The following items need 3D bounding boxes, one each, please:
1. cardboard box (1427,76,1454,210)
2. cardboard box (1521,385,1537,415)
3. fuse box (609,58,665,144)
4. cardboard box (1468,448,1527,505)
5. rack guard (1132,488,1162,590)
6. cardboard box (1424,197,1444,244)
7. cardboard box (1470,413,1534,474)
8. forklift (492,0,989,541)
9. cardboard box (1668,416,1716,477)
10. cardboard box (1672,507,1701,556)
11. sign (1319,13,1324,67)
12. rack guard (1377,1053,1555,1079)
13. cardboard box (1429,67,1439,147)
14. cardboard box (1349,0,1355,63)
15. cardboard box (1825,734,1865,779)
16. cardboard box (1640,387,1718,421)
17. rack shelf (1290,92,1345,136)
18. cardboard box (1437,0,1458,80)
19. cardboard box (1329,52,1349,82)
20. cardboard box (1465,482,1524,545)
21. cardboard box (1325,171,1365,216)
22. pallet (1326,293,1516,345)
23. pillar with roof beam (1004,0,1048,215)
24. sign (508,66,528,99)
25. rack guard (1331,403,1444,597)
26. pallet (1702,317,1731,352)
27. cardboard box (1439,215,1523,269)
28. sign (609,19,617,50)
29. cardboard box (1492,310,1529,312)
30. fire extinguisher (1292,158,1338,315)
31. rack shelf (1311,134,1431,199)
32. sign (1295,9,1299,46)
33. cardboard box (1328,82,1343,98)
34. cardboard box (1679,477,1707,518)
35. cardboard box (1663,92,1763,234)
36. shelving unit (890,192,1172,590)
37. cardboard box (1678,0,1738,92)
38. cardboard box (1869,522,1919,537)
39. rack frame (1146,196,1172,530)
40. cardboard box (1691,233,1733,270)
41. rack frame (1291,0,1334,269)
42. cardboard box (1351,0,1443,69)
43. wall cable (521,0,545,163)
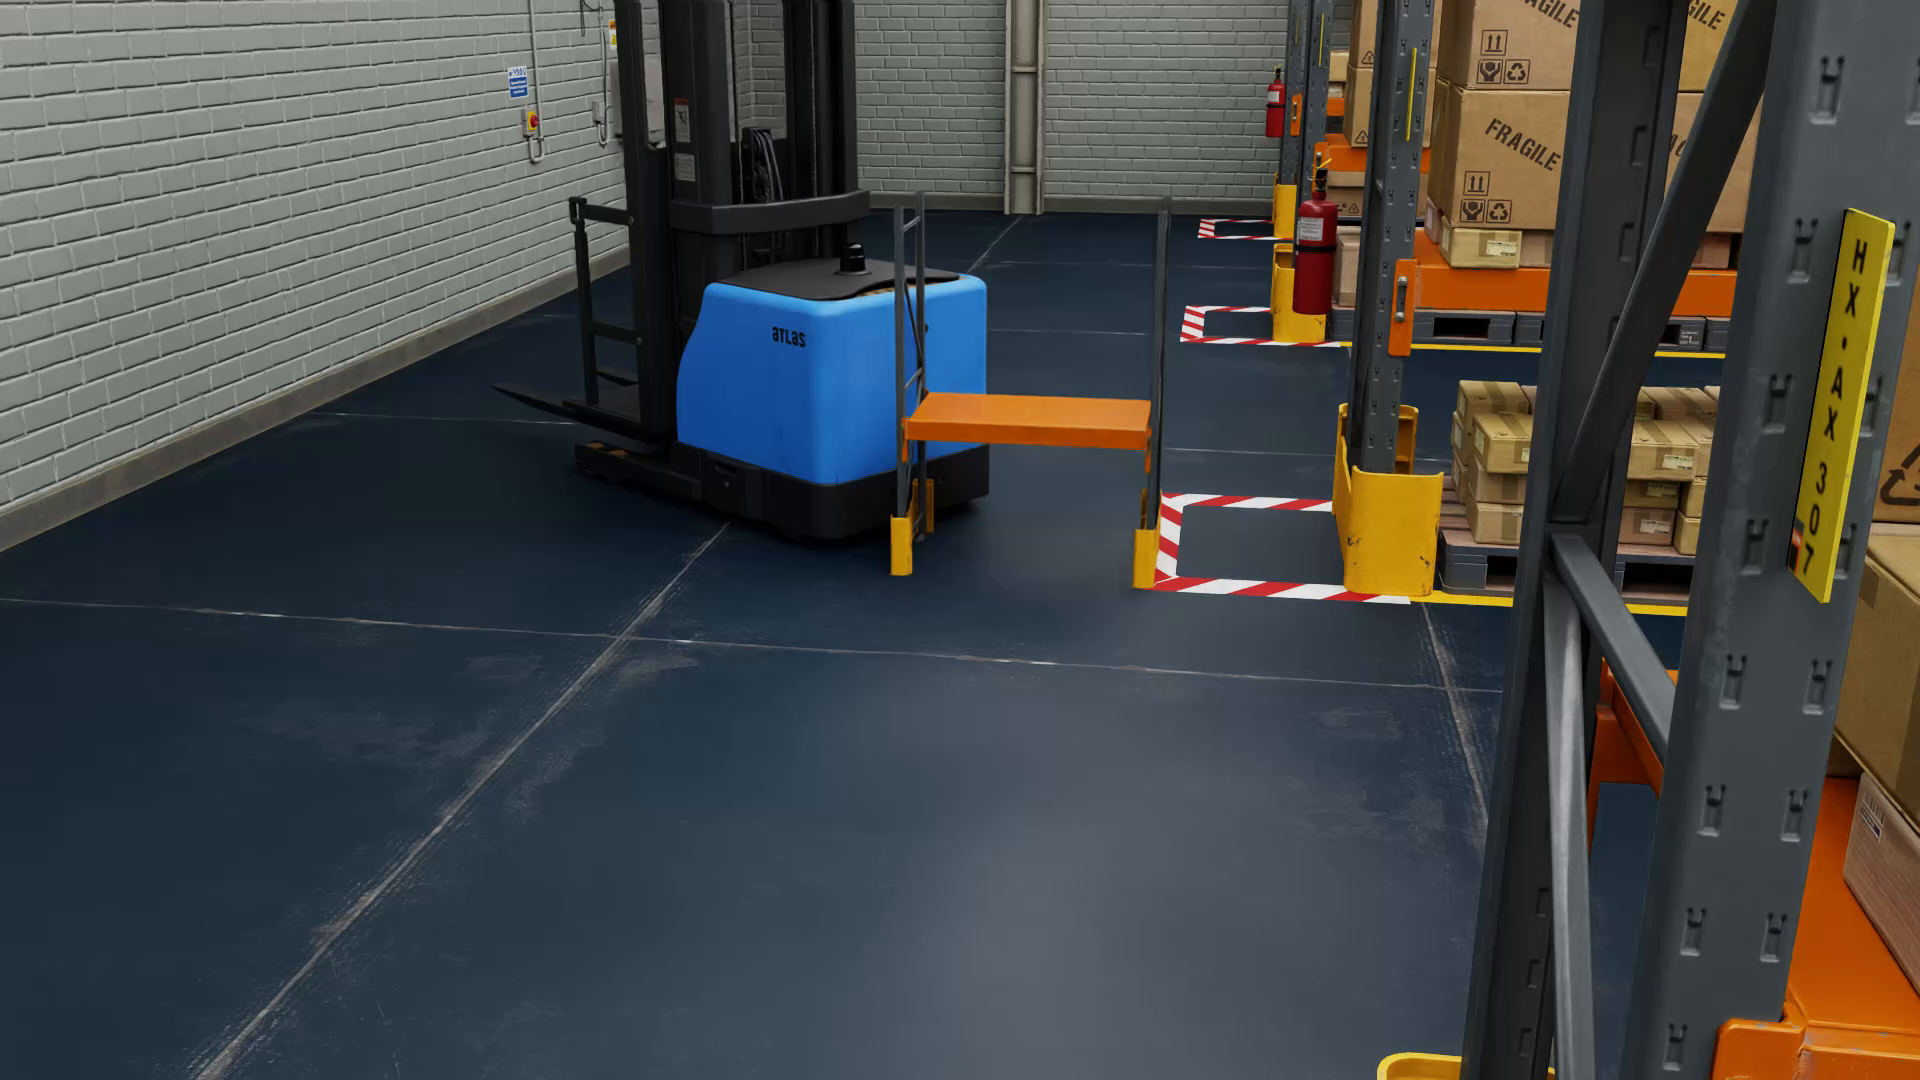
[{"bbox_3d":[2.218,-1.634,6.834,0.500,0.500,0.500,3,19,10],"label":"cardboard box"},{"bbox_3d":[2.535,-0.539,7.081,0.250,0.149,0.380,3,19,10],"label":"cardboard box"},{"bbox_3d":[-2.675,-3.260,14.350,0.414,1.711,0.539,3,19,9],"label":"fuse box"},{"bbox_3d":[2.210,-0.269,6.743,0.250,0.149,0.380,4,19,11],"label":"cardboard box"},{"bbox_3d":[0.782,-0.011,6.942,0.087,0.250,0.587,3,19,9],"label":"rack guard"},{"bbox_3d":[2.100,-1.341,6.980,0.250,0.149,0.380,3,19,9],"label":"cardboard box"},{"bbox_3d":[2.197,-0.385,6.618,0.250,0.149,0.380,2,19,6],"label":"cardboard box"},{"bbox_3d":[-1.265,-1.767,7.965,3.031,2.935,1.130,17,25,42],"label":"forklift"},{"bbox_3d":[2.975,-0.369,6.572,0.250,0.149,0.380,2,19,6],"label":"cardboard box"},{"bbox_3d":[2.953,-0.063,6.597,0.250,0.149,0.380,3,19,9],"label":"cardboard box"},{"bbox_3d":[2.325,-3.218,10.705,0.005,0.325,0.100,3,19,9],"label":"sign"},{"bbox_3d":[0.823,1.345,2.495,0.348,0.500,1.175,3,19,9],"label":"rack guard"},{"bbox_3d":[3.351,-2.860,10.967,0.500,0.500,0.500,3,19,8],"label":"cardboard box"},{"bbox_3d":[2.933,-3.516,11.350,0.500,0.500,0.500,4,19,10],"label":"cardboard box"},{"bbox_3d":[1.251,0.195,2.390,0.250,0.149,0.380,3,19,10],"label":"cardboard box"},{"bbox_3d":[3.057,-0.533,7.063,0.250,0.149,0.380,2,19,6],"label":"cardboard box"},{"bbox_3d":[5.177,-4.057,15.836,4.000,0.370,1.077,3,19,9],"label":"rack shelf"},{"bbox_3d":[2.225,-2.106,6.666,0.500,0.500,0.500,3,19,8],"label":"cardboard box"},{"bbox_3d":[3.608,-4.462,15.678,0.500,0.250,0.500,3,19,9],"label":"cardboard box"},{"bbox_3d":[2.200,-0.109,6.731,0.250,0.149,0.380,3,19,10],"label":"cardboard box"},{"bbox_3d":[3.791,-3.454,16.171,0.637,0.503,0.797,2,19,6],"label":"cardboard box"},{"bbox_3d":[3.221,-1.606,11.770,1.213,0.211,1.003,3,19,9],"label":"pallet"},{"bbox_3d":[0.000,-6.413,12.289,0.400,9.000,9.100,3,19,9],"label":"pillar with roof beam"},{"bbox_3d":[-3.220,-3.336,12.122,0.001,0.218,0.327,3,19,9],"label":"sign"},{"bbox_3d":[1.808,-0.199,7.109,0.348,0.500,1.175,3,19,9],"label":"rack guard"},{"bbox_3d":[5.630,-1.483,11.403,1.213,0.211,1.003,3,19,9],"label":"pallet"},{"bbox_3d":[2.001,-1.150,6.408,0.250,0.149,0.380,3,19,8],"label":"cardboard box"},{"bbox_3d":[-2.888,-4.256,13.994,0.001,0.242,0.339,3,19,9],"label":"sign"},{"bbox_3d":[3.991,-1.883,11.579,0.875,0.438,0.875,3,19,10],"label":"cardboard box"},{"bbox_3d":[1.558,-1.332,7.266,0.183,0.674,0.296,3,19,9],"label":"fire extinguisher"},{"bbox_3d":[4.394,-2.502,11.187,4.000,0.370,1.077,3,19,9],"label":"rack shelf"},{"bbox_3d":[3.117,-4.740,15.377,0.005,0.325,0.100,3,19,9],"label":"sign"},{"bbox_3d":[3.484,-4.277,15.756,0.250,0.149,0.380,3,19,8],"label":"cardboard box"},{"bbox_3d":[2.963,-0.206,6.555,0.250,0.149,0.380,4,19,10],"label":"cardboard box"},{"bbox_3d":[2.665,-1.448,6.278,0.500,0.500,0.500,3,19,9],"label":"cardboard box"},{"bbox_3d":[0.291,-0.629,6.819,1.083,1.500,0.587,3,19,9],"label":"shelving unit"},{"bbox_3d":[2.634,-1.921,6.116,0.500,0.500,0.500,3,19,10],"label":"cardboard box"},{"bbox_3d":[1.368,0.032,2.247,0.500,0.250,0.500,3,19,8],"label":"cardboard box"},{"bbox_3d":[0.802,-0.603,6.740,0.032,1.500,0.500,3,19,9],"label":"rack frame"},{"bbox_3d":[2.794,-1.150,6.408,0.250,0.149,0.380,4,19,11],"label":"cardboard box"},{"bbox_3d":[2.419,-2.944,11.374,0.127,3.000,1.000,3,19,9],"label":"rack frame"},{"bbox_3d":[2.848,-3.352,10.861,0.500,0.500,0.500,3,19,7],"label":"cardboard box"},{"bbox_3d":[-3.152,-3.717,12.034,0.123,1.953,0.585,3,19,9],"label":"wall cable"}]
